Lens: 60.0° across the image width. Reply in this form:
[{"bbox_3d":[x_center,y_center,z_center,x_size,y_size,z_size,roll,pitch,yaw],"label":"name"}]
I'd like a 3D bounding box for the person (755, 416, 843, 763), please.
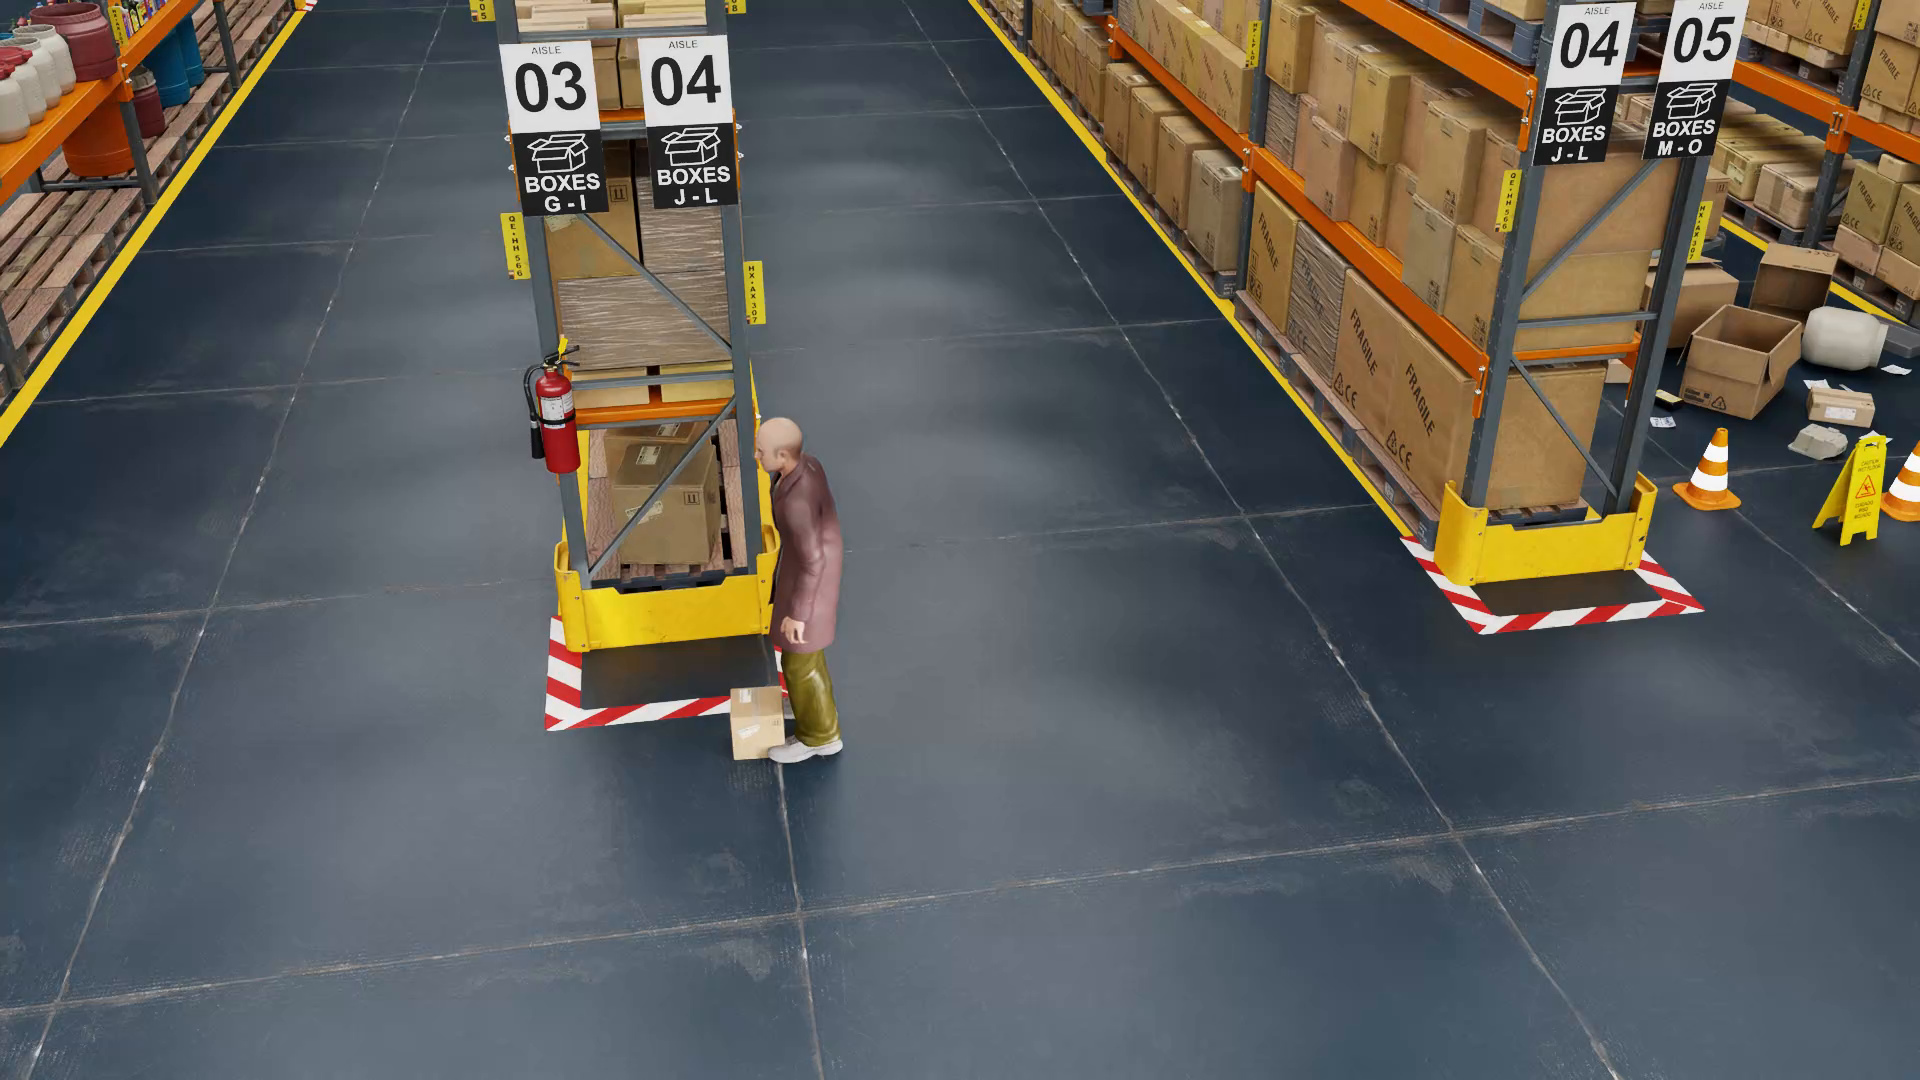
[{"bbox_3d":[-0.753,0.216,7.787,0.424,1.774,0.643,-3,30,-4],"label":"person"}]
